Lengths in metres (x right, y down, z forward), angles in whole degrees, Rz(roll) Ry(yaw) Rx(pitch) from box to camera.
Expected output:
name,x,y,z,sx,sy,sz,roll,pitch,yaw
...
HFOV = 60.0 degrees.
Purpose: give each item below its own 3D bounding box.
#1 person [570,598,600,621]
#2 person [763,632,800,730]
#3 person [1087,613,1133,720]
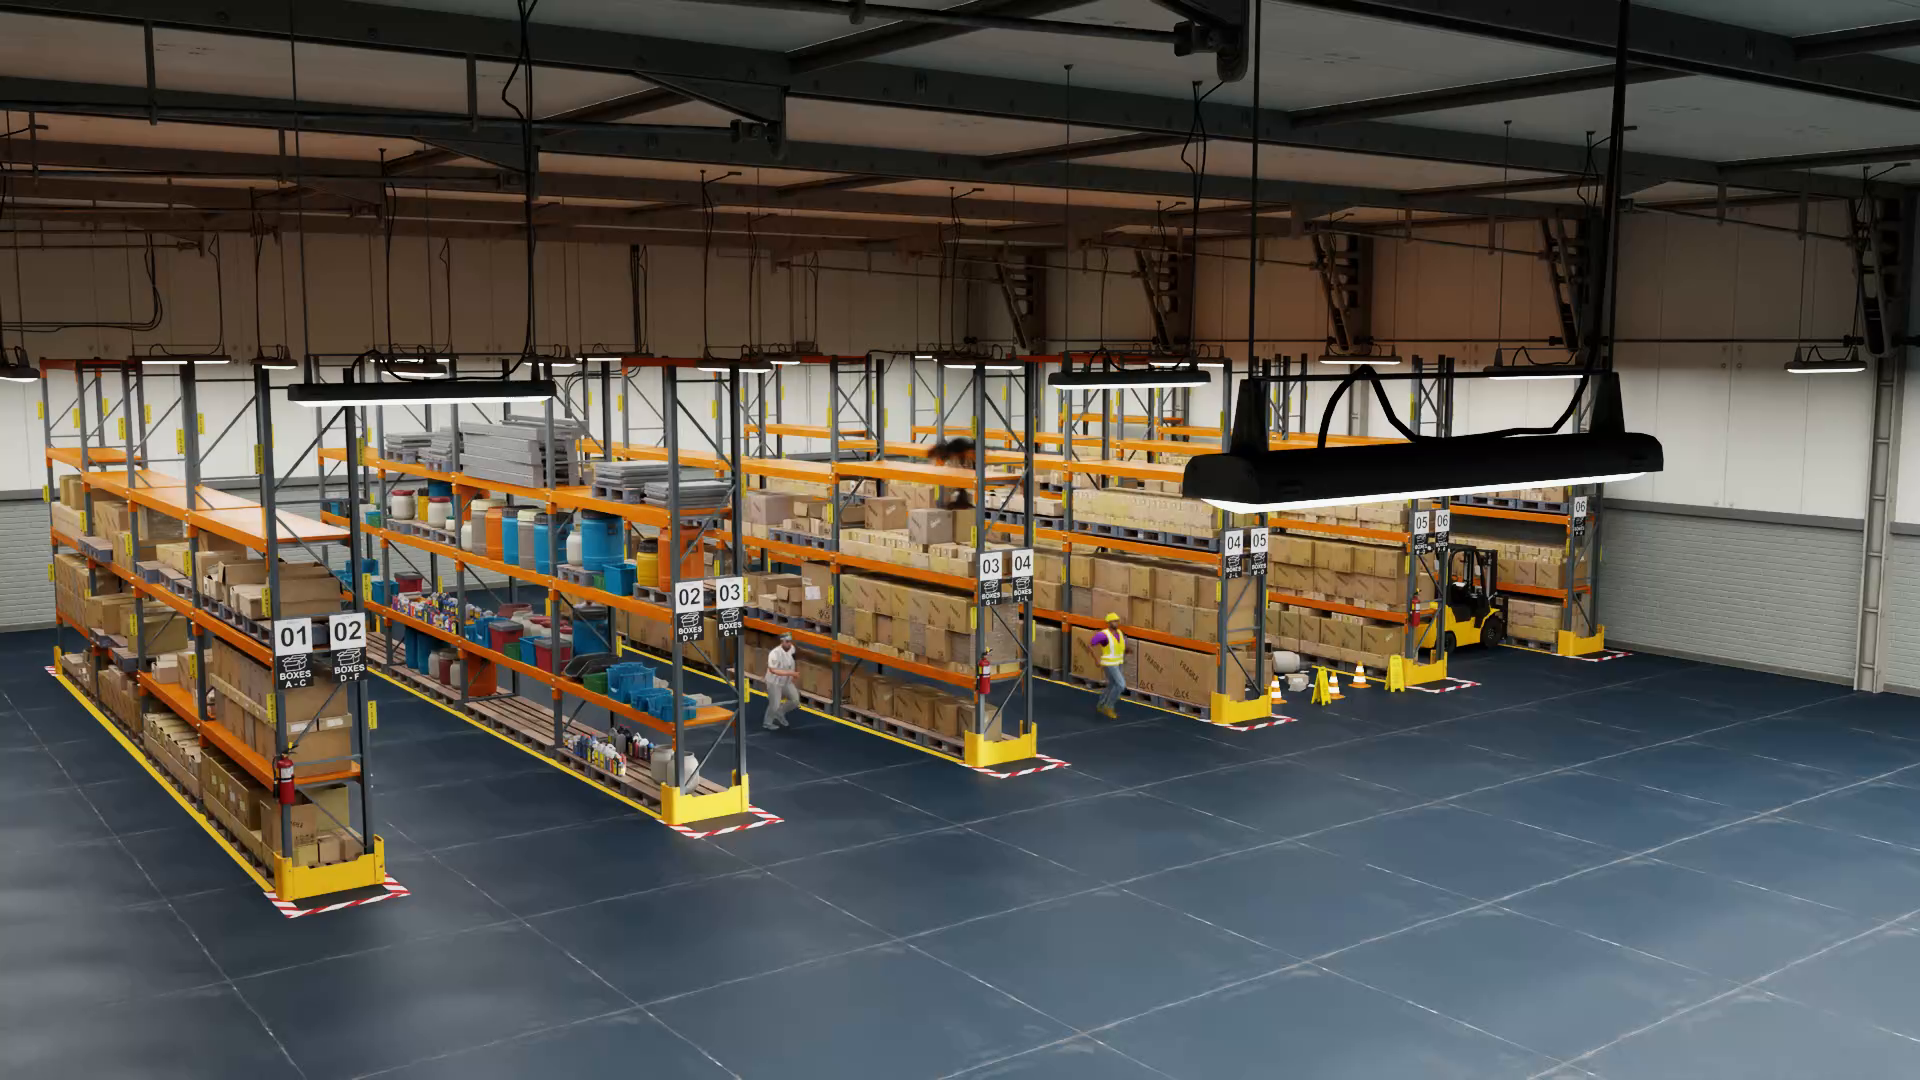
name,x,y,z,sx,sy,sz,roll,pitch,yaw
person,-6.947,1.777,31.153,0.598,1.688,0.741,-5,8,-36
person,-2.865,2.278,26.932,0.839,1.655,0.672,6,9,42
person,2.577,2.115,27.896,0.721,1.788,0.656,5,9,37
